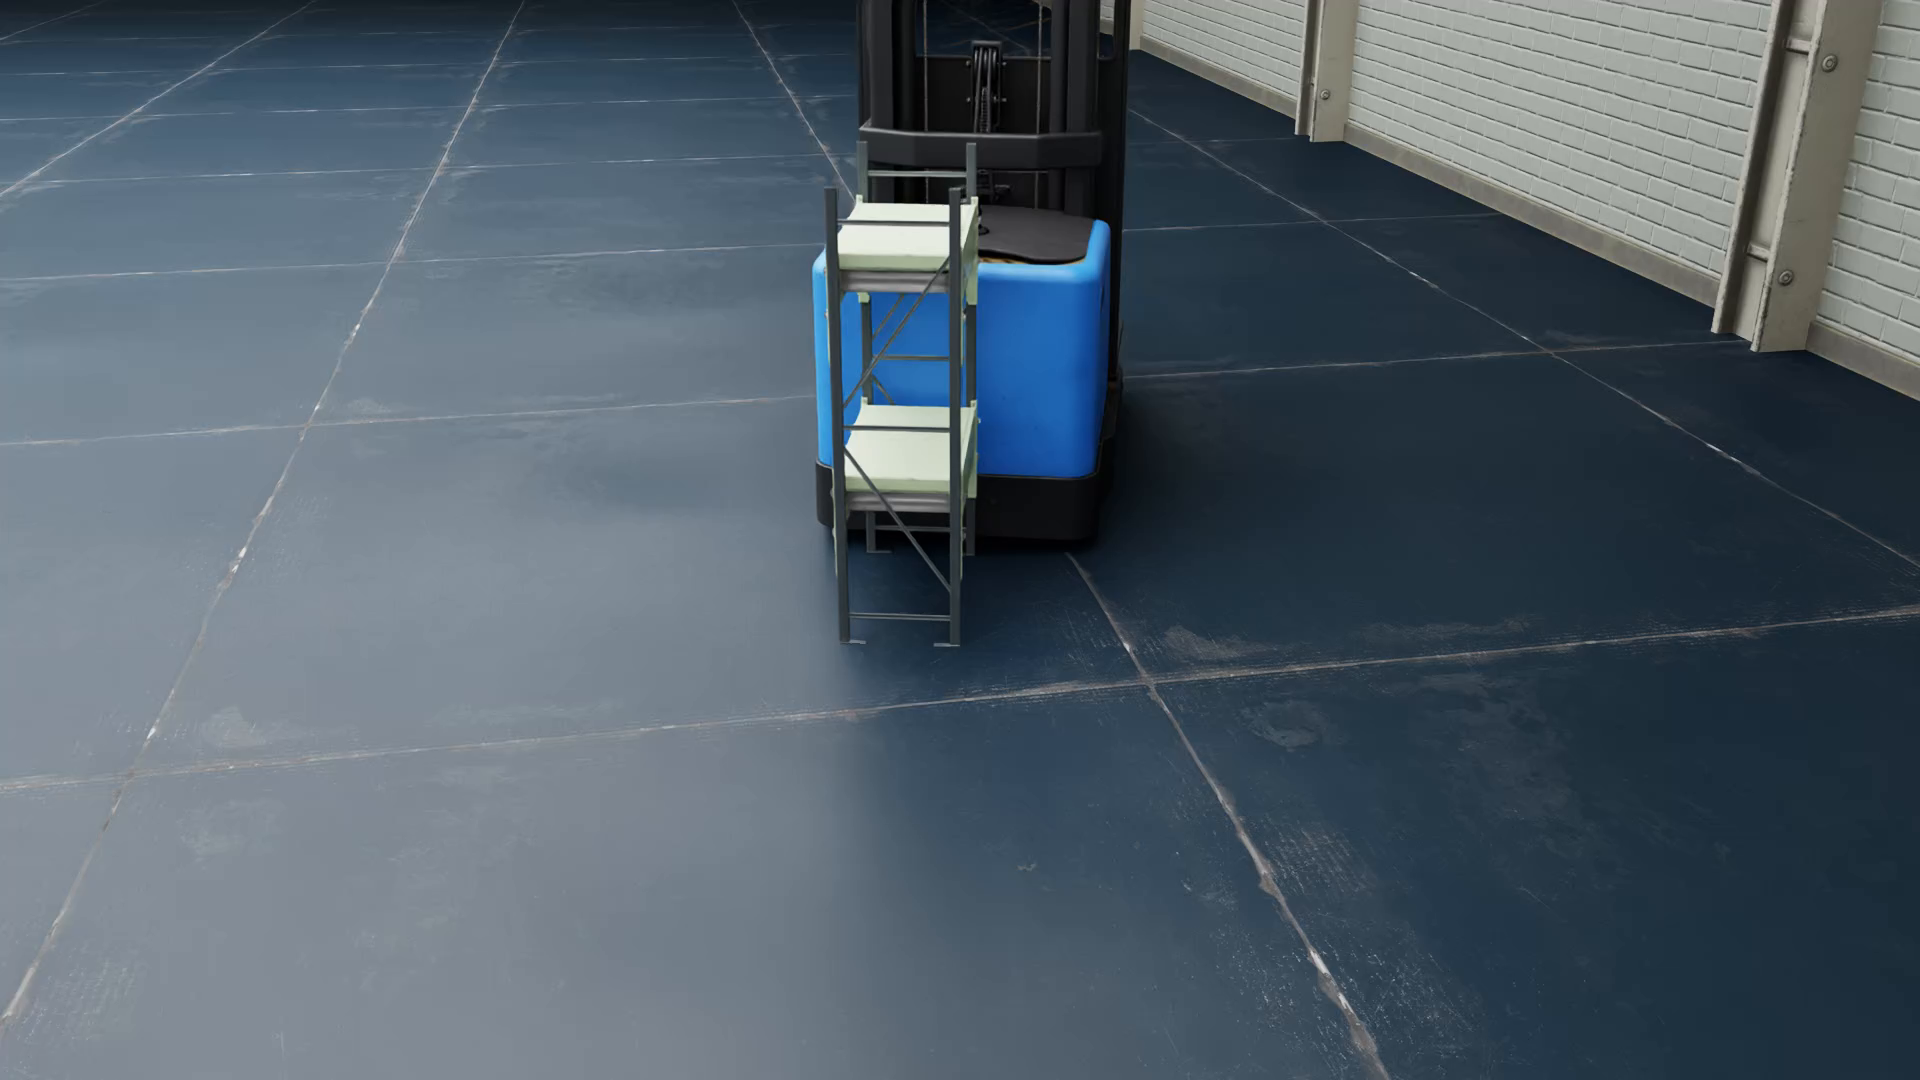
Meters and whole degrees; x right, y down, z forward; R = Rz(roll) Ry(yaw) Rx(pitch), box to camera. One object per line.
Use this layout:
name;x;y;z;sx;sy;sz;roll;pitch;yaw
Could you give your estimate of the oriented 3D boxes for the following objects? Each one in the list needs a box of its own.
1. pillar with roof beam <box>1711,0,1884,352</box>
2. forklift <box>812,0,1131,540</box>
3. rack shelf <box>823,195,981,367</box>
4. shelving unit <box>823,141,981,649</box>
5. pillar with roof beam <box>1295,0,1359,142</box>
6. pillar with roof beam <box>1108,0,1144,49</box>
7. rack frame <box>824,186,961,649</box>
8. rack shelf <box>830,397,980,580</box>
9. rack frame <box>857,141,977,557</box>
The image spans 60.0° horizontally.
pillar with roof beam;-0.079;-4.846;6.102;9.100;9.000;0.400;-4;24;-10
forklift;0.163;-1.899;6.935;1.130;2.935;3.031;3;24;7
rack shelf;-0.170;-0.846;5.337;0.431;0.370;0.720;2;24;4
shelving unit;-0.170;-0.488;5.493;0.431;1.500;0.755;2;24;4
pillar with roof beam;-1.188;-7.206;11.506;9.100;9.000;0.400;-4;24;-10
pillar with roof beam;-2.298;-9.566;16.910;9.100;9.000;0.400;-4;24;-10
rack frame;-0.197;-0.342;5.159;0.400;1.500;0.023;2;24;4
rack shelf;-0.170;-0.189;5.624;0.431;0.370;0.720;2;24;4
rack frame;-0.143;-0.634;5.828;0.400;1.500;0.023;2;24;4
